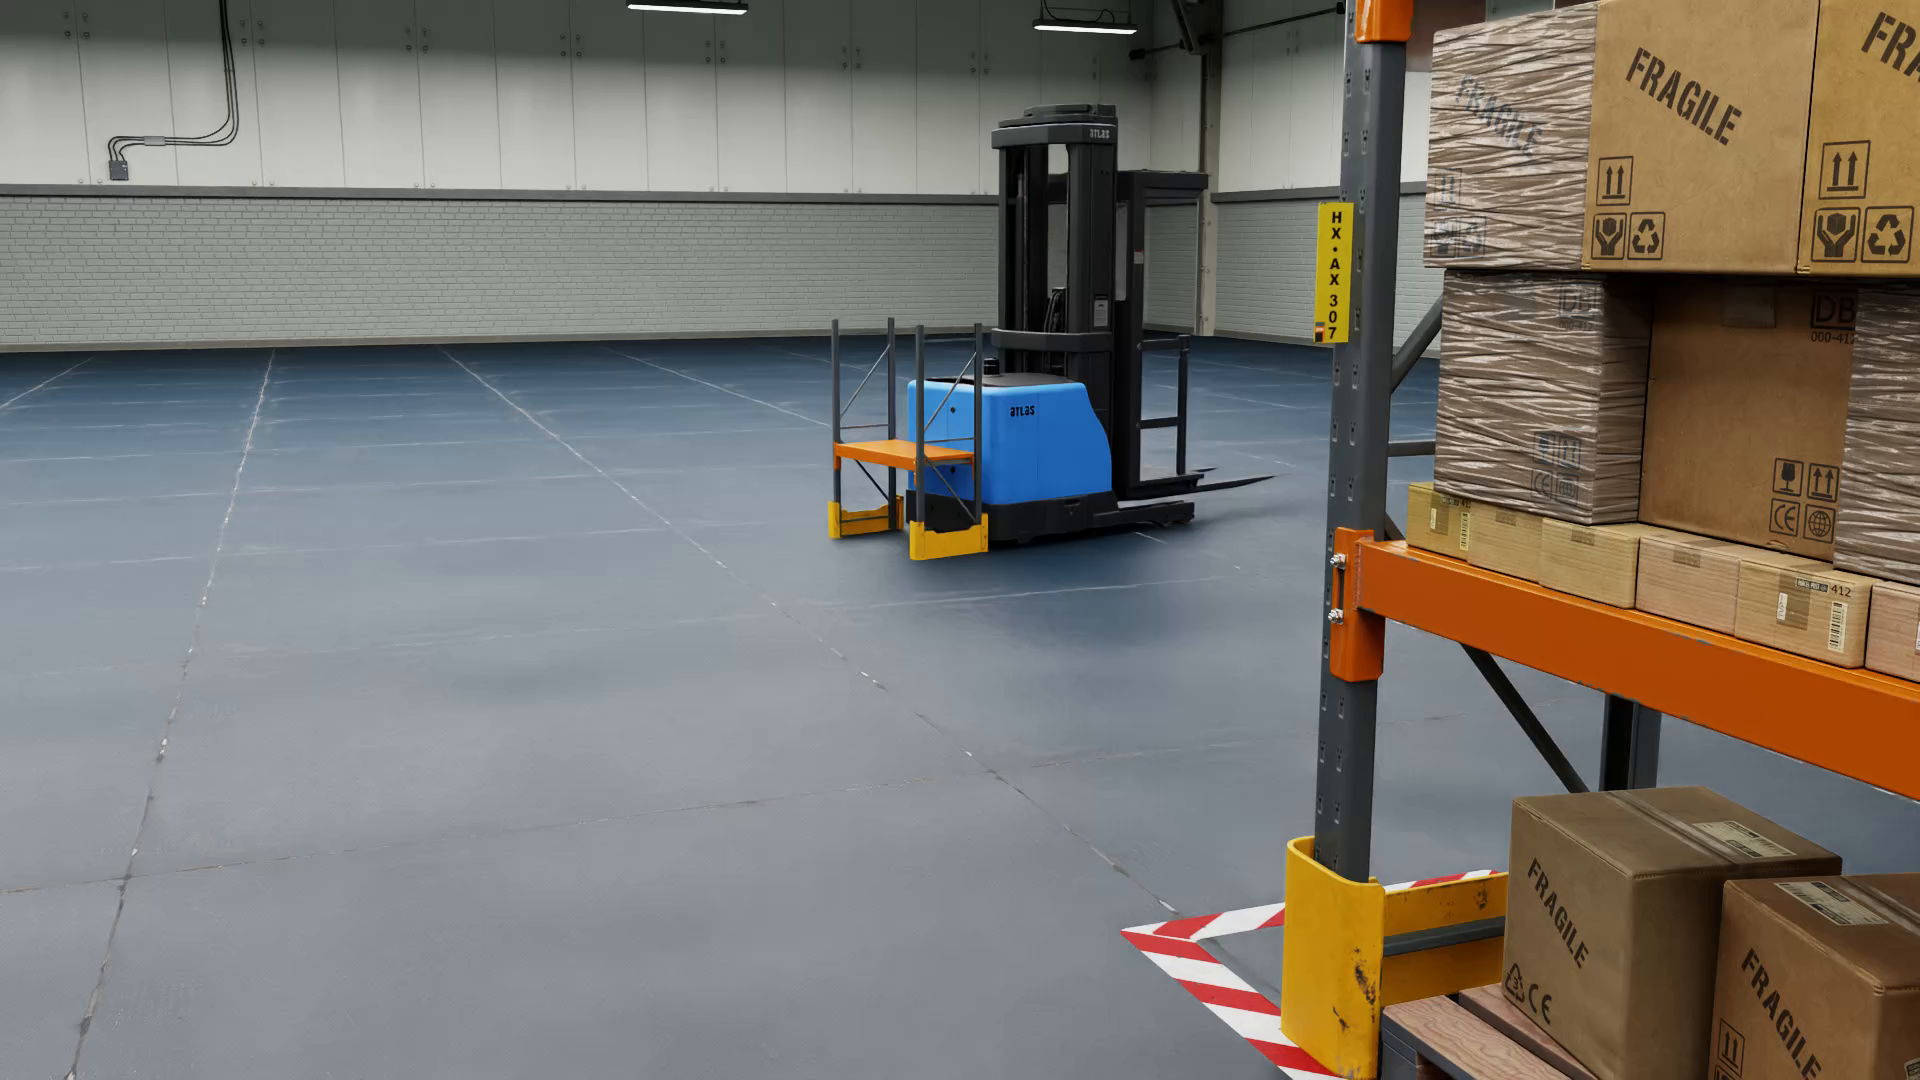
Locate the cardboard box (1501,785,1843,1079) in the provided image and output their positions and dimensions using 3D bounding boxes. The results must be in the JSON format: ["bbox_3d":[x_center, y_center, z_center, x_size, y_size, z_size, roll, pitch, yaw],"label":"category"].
[{"bbox_3d":[1.600,0.889,3.794,0.500,0.500,0.500,-2,10,-10],"label":"cardboard box"}]

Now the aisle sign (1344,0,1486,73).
[{"bbox_3d":[1.087,-1.509,3.913,0.394,0.787,0.004,-4,11,-21],"label":"aisle sign"}]

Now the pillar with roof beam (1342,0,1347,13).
[{"bbox_3d":[3.590,-7.719,29.120,9.100,9.000,0.548,-4,11,-21],"label":"pillar with roof beam"}]

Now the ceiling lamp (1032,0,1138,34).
[{"bbox_3d":[2.205,-10.900,30.335,2.000,3.185,0.800,-4,11,-21],"label":"ceiling lamp"}]

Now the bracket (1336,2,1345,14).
[{"bbox_3d":[7.121,-9.810,30.595,0.235,0.232,0.430,-4,11,-21],"label":"bracket"}]

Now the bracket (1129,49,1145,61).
[{"bbox_3d":[4.088,-11.176,38.276,0.235,0.232,0.430,-4,11,-21],"label":"bracket"}]

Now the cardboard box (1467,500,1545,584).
[{"bbox_3d":[1.343,-0.010,3.630,0.380,0.149,0.250,-4,11,-21],"label":"cardboard box"}]

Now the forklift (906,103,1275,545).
[{"bbox_3d":[1.078,-1.599,12.039,3.031,2.935,1.130,-8,13,-39],"label":"forklift"}]

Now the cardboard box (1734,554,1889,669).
[{"bbox_3d":[1.614,0.112,2.941,0.380,0.149,0.250,-4,11,-21],"label":"cardboard box"}]

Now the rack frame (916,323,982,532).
[{"bbox_3d":[-0.069,-0.639,10.731,0.500,1.500,0.032,-7,12,-35],"label":"rack frame"}]

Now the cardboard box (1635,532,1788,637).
[{"bbox_3d":[1.530,0.071,3.173,0.380,0.149,0.250,-4,11,-21],"label":"cardboard box"}]

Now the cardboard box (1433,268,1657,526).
[{"bbox_3d":[1.563,-0.342,3.641,0.875,0.500,0.500,-4,11,-21],"label":"cardboard box"}]

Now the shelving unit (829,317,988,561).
[{"bbox_3d":[-0.361,-0.710,11.129,0.587,1.500,1.083,-7,12,-35],"label":"shelving unit"}]

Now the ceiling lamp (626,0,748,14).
[{"bbox_3d":[-4.636,-10.434,27.716,2.000,3.185,0.800,-4,11,-21],"label":"ceiling lamp"}]

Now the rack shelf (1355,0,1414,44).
[{"bbox_3d":[2.114,-1.034,2.156,1.077,0.370,4.000,-4,11,-21],"label":"rack shelf"}]

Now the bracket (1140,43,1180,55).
[{"bbox_3d":[4.302,-11.079,37.734,0.076,0.066,3.189,-4,11,-21],"label":"bracket"}]

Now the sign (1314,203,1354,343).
[{"bbox_3d":[0.884,-0.629,3.921,0.100,0.325,0.005,-4,11,-21],"label":"sign"}]

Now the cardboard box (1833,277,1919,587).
[{"bbox_3d":[1.997,-0.183,2.751,0.875,0.500,0.500,-4,11,-21],"label":"cardboard box"}]

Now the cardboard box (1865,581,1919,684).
[{"bbox_3d":[1.730,0.151,2.721,0.380,0.149,0.250,-4,11,-21],"label":"cardboard box"}]

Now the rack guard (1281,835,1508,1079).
[{"bbox_3d":[1.417,1.006,4.340,1.175,0.500,0.348,-4,11,-21],"label":"rack guard"}]

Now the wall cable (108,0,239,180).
[{"bbox_3d":[-14.912,-9.812,31.173,2.305,6.003,0.169,-4,11,-21],"label":"wall cable"}]

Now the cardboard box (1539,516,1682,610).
[{"bbox_3d":[1.420,0.032,3.395,0.380,0.149,0.250,-4,11,-21],"label":"cardboard box"}]

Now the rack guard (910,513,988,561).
[{"bbox_3d":[-0.070,-0.024,10.841,0.587,0.250,0.087,-7,12,-35],"label":"rack guard"}]

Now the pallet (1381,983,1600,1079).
[{"bbox_3d":[1.679,1.283,3.607,1.003,0.211,1.213,-4,11,-21],"label":"pallet"}]

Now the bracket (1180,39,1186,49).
[{"bbox_3d":[4.947,-10.789,36.101,0.235,0.232,0.430,-4,11,-21],"label":"bracket"}]

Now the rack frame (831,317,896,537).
[{"bbox_3d":[-0.664,-0.784,11.543,0.500,1.500,0.032,-7,12,-35],"label":"rack frame"}]

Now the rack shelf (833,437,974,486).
[{"bbox_3d":[-0.366,-0.534,11.168,0.538,0.185,1.000,-7,12,-35],"label":"rack shelf"}]

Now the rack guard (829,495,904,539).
[{"bbox_3d":[-0.652,-0.165,11.636,0.587,0.250,0.087,-7,12,-35],"label":"rack guard"}]

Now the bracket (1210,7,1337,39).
[{"bbox_3d":[6.181,-10.233,32.975,0.076,0.066,4.783,-4,11,-21],"label":"bracket"}]

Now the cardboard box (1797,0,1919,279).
[{"bbox_3d":[1.692,-0.655,2.547,0.500,0.500,0.500,-4,11,-21],"label":"cardboard box"}]

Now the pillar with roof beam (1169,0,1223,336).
[{"bbox_3d":[1.416,-8.698,34.626,9.100,9.000,0.548,-4,11,-21],"label":"pillar with roof beam"}]

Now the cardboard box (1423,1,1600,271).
[{"bbox_3d":[1.335,-0.818,3.466,0.500,0.500,0.500,-4,11,-21],"label":"cardboard box"}]

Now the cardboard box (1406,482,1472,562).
[{"bbox_3d":[1.271,-0.052,3.866,0.380,0.149,0.250,-4,11,-21],"label":"cardboard box"}]

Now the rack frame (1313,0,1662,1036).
[{"bbox_3d":[1.390,-0.238,4.190,1.000,3.000,0.127,-4,11,-21],"label":"rack frame"}]

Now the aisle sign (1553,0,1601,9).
[{"bbox_3d":[1.647,-1.547,4.127,0.394,0.787,0.004,-4,11,-21],"label":"aisle sign"}]

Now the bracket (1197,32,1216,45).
[{"bbox_3d":[5.248,-10.654,35.339,0.235,0.232,0.430,-4,11,-21],"label":"bracket"}]

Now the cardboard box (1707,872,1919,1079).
[{"bbox_3d":[1.849,0.985,3.257,0.500,0.500,0.500,-1,10,-6],"label":"cardboard box"}]

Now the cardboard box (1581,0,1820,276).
[{"bbox_3d":[1.510,-0.736,3.005,0.500,0.500,0.500,-4,11,-21],"label":"cardboard box"}]

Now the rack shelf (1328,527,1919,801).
[{"bbox_3d":[2.114,0.443,2.418,1.077,0.370,4.000,-4,11,-21],"label":"rack shelf"}]

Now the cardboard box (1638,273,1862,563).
[{"bbox_3d":[1.856,-0.268,3.225,0.875,0.500,0.500,-4,11,-21],"label":"cardboard box"}]
